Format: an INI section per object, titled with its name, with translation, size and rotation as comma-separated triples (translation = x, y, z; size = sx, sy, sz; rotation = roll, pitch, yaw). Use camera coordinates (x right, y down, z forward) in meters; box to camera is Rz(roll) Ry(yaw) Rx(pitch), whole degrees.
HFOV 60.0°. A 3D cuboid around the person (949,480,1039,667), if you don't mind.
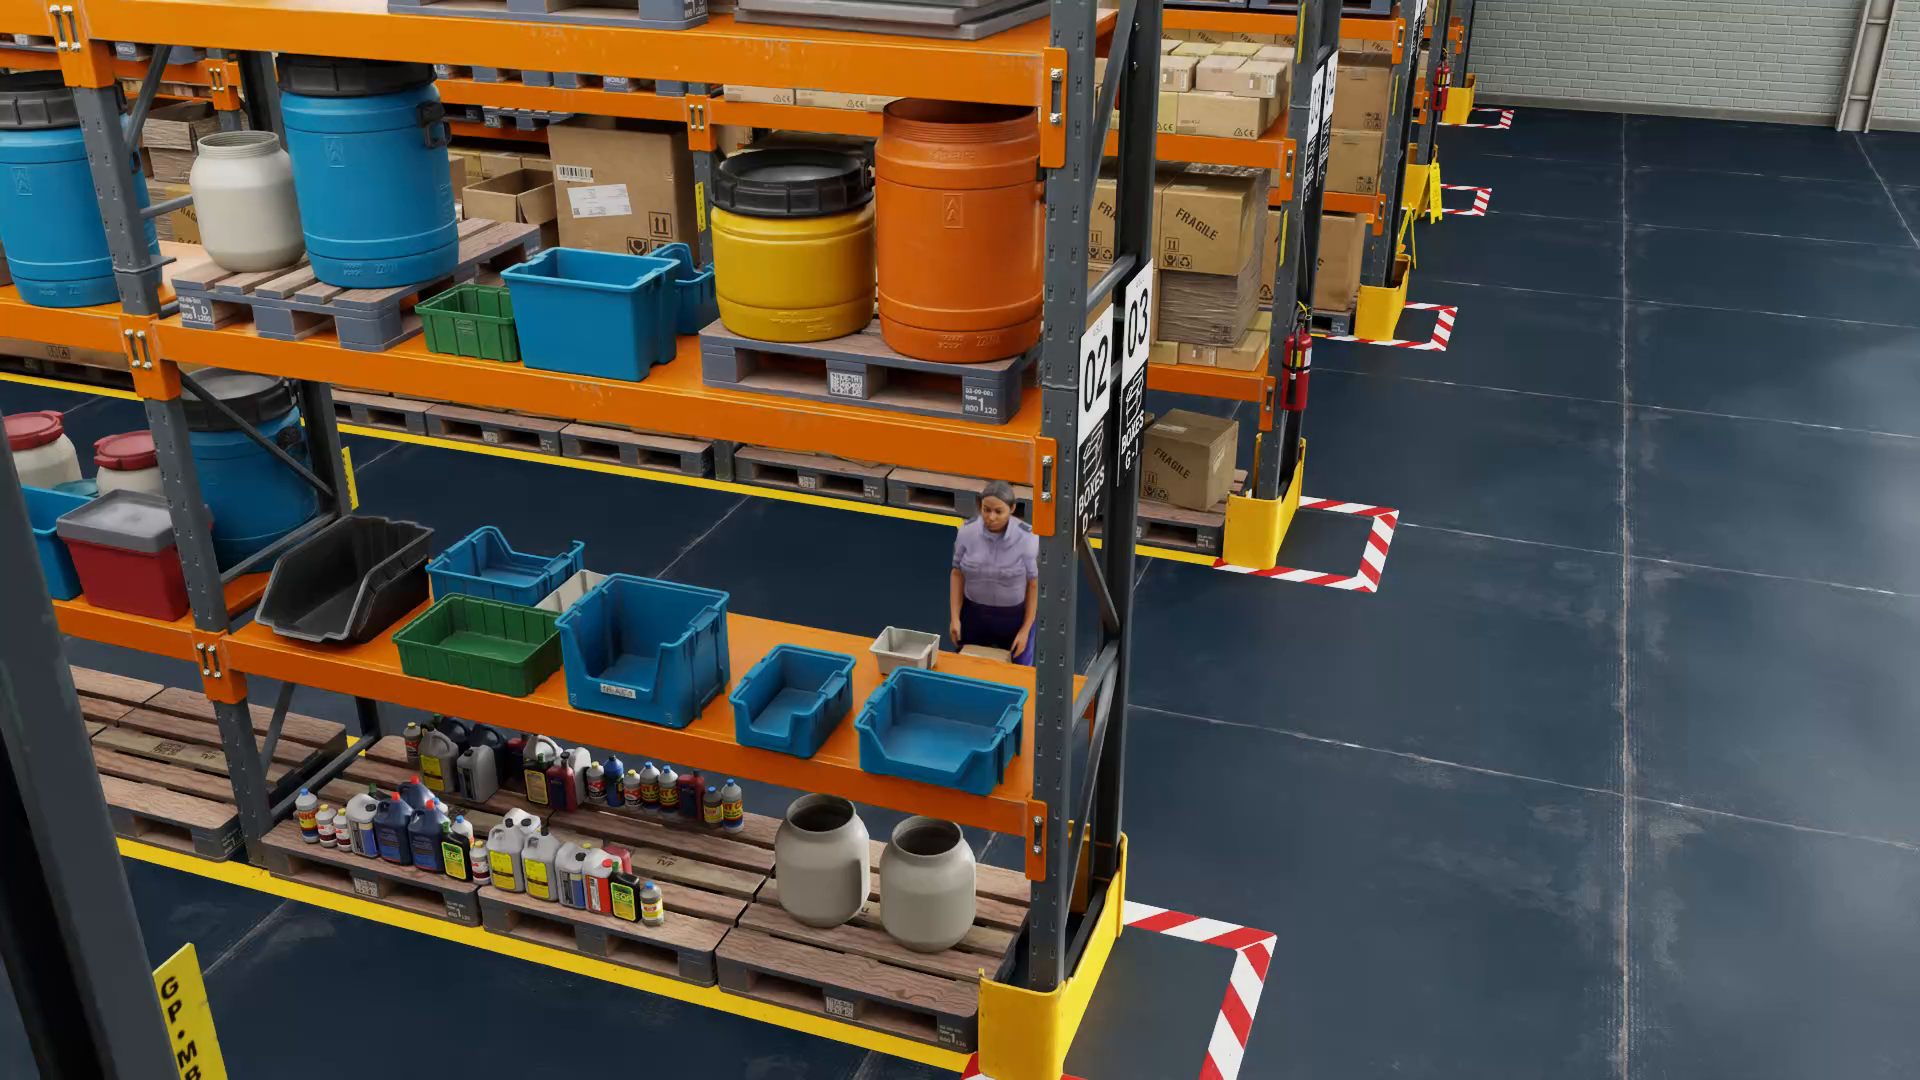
[person]
translation = 0.177, 0.441, 8.649
size = 0.519, 1.656, 0.372
rotation = 8, 27, 16
